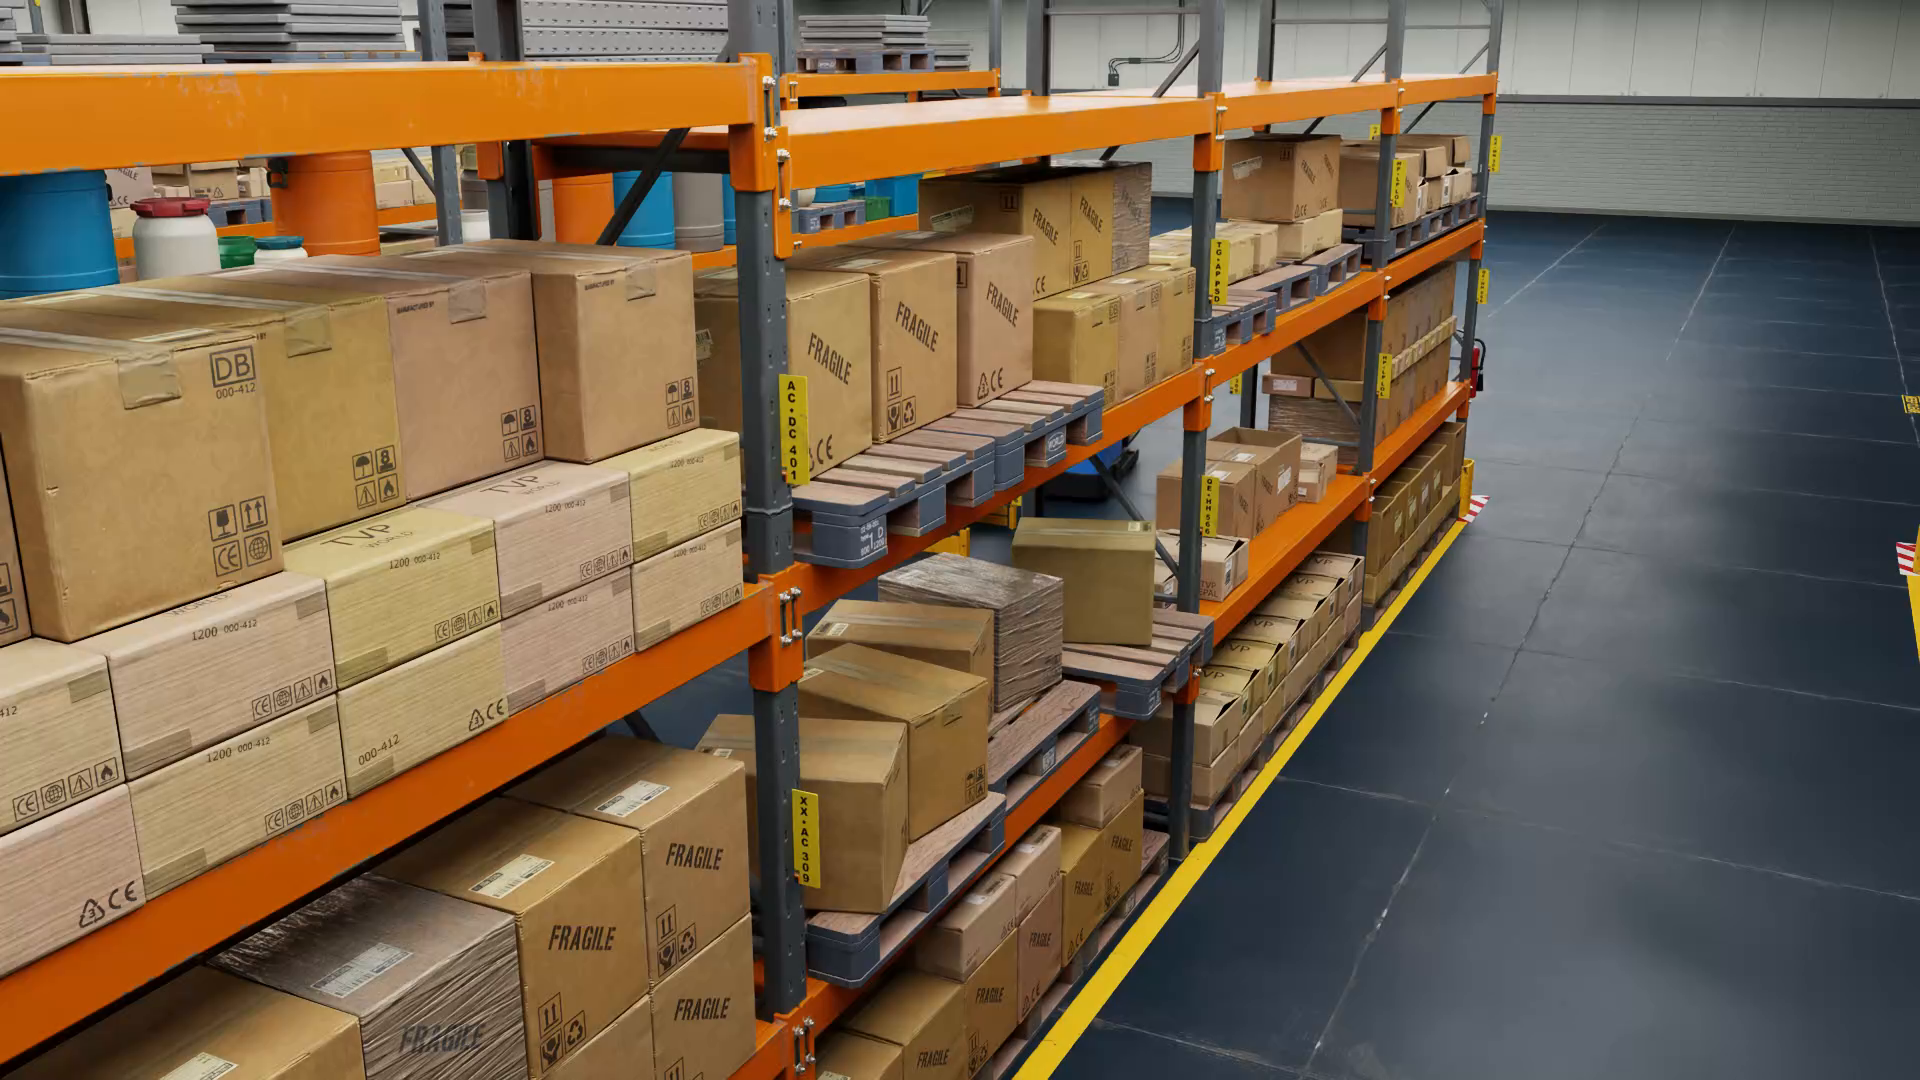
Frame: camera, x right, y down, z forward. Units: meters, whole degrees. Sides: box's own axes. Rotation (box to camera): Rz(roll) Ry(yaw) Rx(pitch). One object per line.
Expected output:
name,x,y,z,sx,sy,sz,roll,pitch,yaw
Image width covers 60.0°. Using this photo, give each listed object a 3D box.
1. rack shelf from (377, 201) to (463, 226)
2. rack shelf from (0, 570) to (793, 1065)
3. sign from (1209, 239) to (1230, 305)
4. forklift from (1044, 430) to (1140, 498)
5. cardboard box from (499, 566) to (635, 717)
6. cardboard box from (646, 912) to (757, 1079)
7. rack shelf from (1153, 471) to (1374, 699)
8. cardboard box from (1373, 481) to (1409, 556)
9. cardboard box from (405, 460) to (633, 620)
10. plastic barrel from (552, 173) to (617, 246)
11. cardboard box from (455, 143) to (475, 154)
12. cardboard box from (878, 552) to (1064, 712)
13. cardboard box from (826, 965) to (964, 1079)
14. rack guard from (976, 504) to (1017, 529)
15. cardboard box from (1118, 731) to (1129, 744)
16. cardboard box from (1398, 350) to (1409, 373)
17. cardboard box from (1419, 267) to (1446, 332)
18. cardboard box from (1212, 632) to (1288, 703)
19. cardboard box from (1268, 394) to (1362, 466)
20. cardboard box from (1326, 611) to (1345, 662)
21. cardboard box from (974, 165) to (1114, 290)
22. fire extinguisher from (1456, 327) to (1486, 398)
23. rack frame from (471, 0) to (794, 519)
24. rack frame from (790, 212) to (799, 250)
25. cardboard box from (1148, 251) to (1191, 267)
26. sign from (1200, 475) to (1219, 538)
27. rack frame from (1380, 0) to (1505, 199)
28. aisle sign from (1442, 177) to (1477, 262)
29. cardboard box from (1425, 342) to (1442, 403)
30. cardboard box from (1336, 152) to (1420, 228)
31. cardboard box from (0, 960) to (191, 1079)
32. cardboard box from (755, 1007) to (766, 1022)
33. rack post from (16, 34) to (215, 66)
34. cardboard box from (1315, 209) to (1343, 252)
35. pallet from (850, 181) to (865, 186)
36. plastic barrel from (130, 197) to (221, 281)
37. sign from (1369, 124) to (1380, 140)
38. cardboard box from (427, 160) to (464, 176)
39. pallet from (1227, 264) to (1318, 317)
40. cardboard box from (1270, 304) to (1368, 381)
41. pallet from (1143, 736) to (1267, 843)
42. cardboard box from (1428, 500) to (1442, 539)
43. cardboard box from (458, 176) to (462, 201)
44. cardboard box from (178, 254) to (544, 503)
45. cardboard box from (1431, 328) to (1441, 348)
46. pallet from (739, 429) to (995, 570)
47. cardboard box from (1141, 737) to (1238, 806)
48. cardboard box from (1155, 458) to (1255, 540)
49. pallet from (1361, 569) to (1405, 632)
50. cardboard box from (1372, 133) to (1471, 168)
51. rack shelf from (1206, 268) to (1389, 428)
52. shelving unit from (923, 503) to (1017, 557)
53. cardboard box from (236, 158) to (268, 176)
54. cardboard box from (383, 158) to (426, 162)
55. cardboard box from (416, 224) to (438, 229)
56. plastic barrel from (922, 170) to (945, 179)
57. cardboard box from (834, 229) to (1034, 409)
rack shelf,-5.372,-3.606,18.118,1.077,0.370,4.000,8,18,25
rack shelf,-1.873,0.712,3.581,1.077,0.370,4.000,8,18,25
sign,1.292,-1.340,8.316,0.100,0.325,0.005,8,18,25
forklift,1.311,-2.193,17.485,1.130,2.935,3.031,5,17,15
cardboard box,-1.192,0.213,4.260,0.500,0.250,0.500,8,18,25
cardboard box,-0.973,1.407,5.068,0.500,0.500,0.500,8,19,26
rack shelf,1.701,0.112,10.869,1.077,0.370,4.000,8,18,25
cardboard box,3.299,-0.192,13.402,0.500,0.500,0.500,8,18,25
cardboard box,-1.180,-0.025,4.183,0.500,0.250,0.500,8,18,25
plastic barrel,-2.769,-2.347,11.860,0.600,0.830,0.708,8,18,25
cardboard box,-5.383,-4.547,18.446,0.500,0.500,0.500,8,18,25
cardboard box,0.048,0.411,7.686,0.700,0.500,0.500,12,21,36
cardboard box,-0.317,2.053,6.687,0.500,0.500,0.500,8,18,26
rack guard,0.257,-0.266,15.707,0.587,0.250,0.087,8,18,25
cardboard box,0.822,0.960,9.858,0.500,0.311,0.500,9,19,27
cardboard box,3.461,-1.474,13.629,0.380,0.149,0.250,8,18,24
cardboard box,3.909,-2.166,14.819,0.700,0.500,0.500,8,18,24
cardboard box,1.762,0.764,10.517,0.500,0.311,0.500,8,18,24
cardboard box,2.788,-0.904,12.850,0.700,0.500,0.500,8,18,24
cardboard box,2.442,0.645,11.900,0.500,0.250,0.500,8,18,25
cardboard box,0.379,-1.449,7.659,0.500,0.500,0.500,8,18,25
fire extinguisher,4.851,-1.695,15.825,0.296,0.674,0.183,8,18,25
rack frame,-0.980,-1.581,4.767,1.000,3.000,0.127,8,18,25
rack frame,-1.835,-1.374,14.606,1.000,3.000,0.127,8,18,25
cardboard box,0.960,-1.414,8.999,0.500,0.250,0.500,7,18,21
sign,1.297,-0.174,8.673,0.100,0.325,0.005,8,18,25
rack frame,4.382,-4.637,15.058,1.000,3.000,0.127,8,18,25
aisle sign,4.675,-2.987,15.472,0.394,0.787,0.004,8,18,25
cardboard box,3.932,-1.558,15.050,0.700,0.500,0.500,9,19,27
cardboard box,3.056,-2.591,12.279,0.500,0.500,0.500,10,19,30
cardboard box,-2.132,1.246,3.854,0.500,0.500,0.500,9,19,27
cardboard box,-1.015,2.120,6.460,0.500,0.500,0.500,8,18,25
rack post,-4.619,-2.504,8.753,0.937,0.300,0.954,10,19,31
cardboard box,2.311,-2.154,11.492,0.500,0.250,0.500,10,19,31
pallet,-0.504,-3.542,16.969,1.003,0.211,1.213,8,18,25
plastic barrel,-4.279,-1.588,9.085,0.433,0.535,0.433,0,17,0
sign,3.889,-3.728,15.592,0.100,0.325,0.005,8,18,25
cardboard box,-5.378,-3.872,17.313,0.380,0.149,0.250,8,18,24
pallet,1.528,-1.540,10.231,1.003,0.211,1.213,9,19,28
cardboard box,2.788,-1.526,12.666,0.700,0.500,0.500,8,18,26
pallet,1.211,1.408,10.137,1.003,0.211,1.213,8,18,25
cardboard box,3.973,-0.214,14.794,0.500,0.250,0.500,8,18,25
cardboard box,-5.372,-3.712,17.476,0.500,0.250,0.500,7,18,23
cardboard box,-1.513,-0.432,4.236,0.700,0.500,0.500,8,18,25
cardboard box,4.038,-1.803,14.737,0.380,0.149,0.250,8,18,26
pallet,-0.625,-0.210,5.750,1.213,0.211,1.003,8,18,25
cardboard box,1.305,1.297,9.706,0.500,0.250,0.500,8,18,25
cardboard box,1.543,-0.201,10.483,0.500,0.500,0.500,7,18,22
pallet,2.988,0.397,13.542,1.003,0.211,1.213,8,18,25
cardboard box,4.122,-3.371,14.899,0.797,0.503,0.637,10,19,29
rack shelf,1.701,-1.326,10.442,1.077,0.370,4.000,8,18,25
shelving unit,0.034,-0.738,15.102,0.587,1.500,1.083,8,18,25
cardboard box,-6.564,-3.585,15.866,0.797,0.503,0.637,7,18,23
cardboard box,-5.861,-3.942,17.548,0.380,0.149,0.250,9,19,27
cardboard box,-5.638,-3.205,18.318,0.500,0.500,0.500,8,18,25
plastic barrel,-0.443,-3.815,16.491,0.600,0.588,0.600,0,17,0
cardboard box,-0.095,-0.899,6.651,0.600,0.600,0.600,7,18,23
